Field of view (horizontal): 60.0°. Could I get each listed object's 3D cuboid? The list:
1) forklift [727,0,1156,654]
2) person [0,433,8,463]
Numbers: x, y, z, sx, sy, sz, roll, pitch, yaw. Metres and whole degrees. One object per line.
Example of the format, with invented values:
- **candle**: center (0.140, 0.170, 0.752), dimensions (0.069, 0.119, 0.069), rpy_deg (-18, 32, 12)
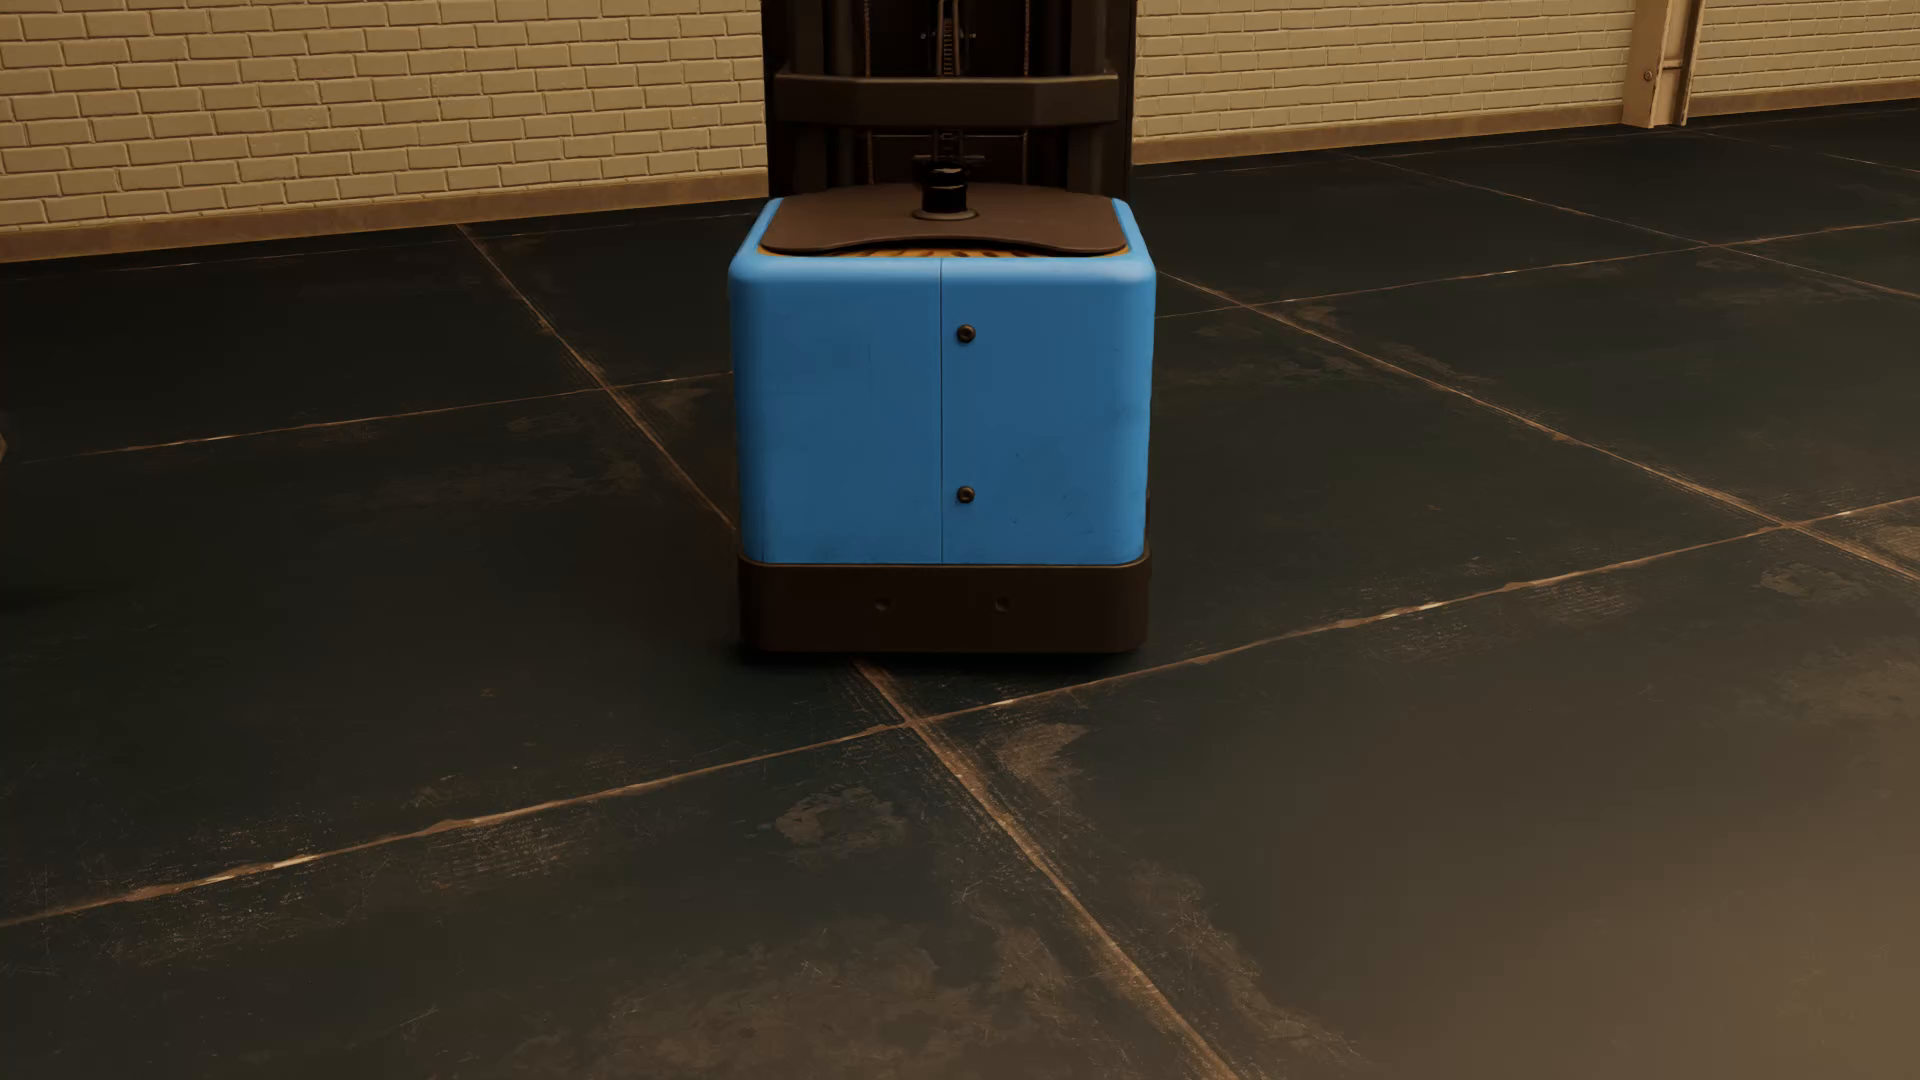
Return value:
- **forklift**: center (-0.030, -1.580, 5.091), dimensions (1.130, 2.935, 3.031), rpy_deg (0, 23, 0)
- **person**: center (-2.976, -0.549, 4.428), dimensions (0.542, 1.564, 0.836), rpy_deg (-19, 29, -38)
